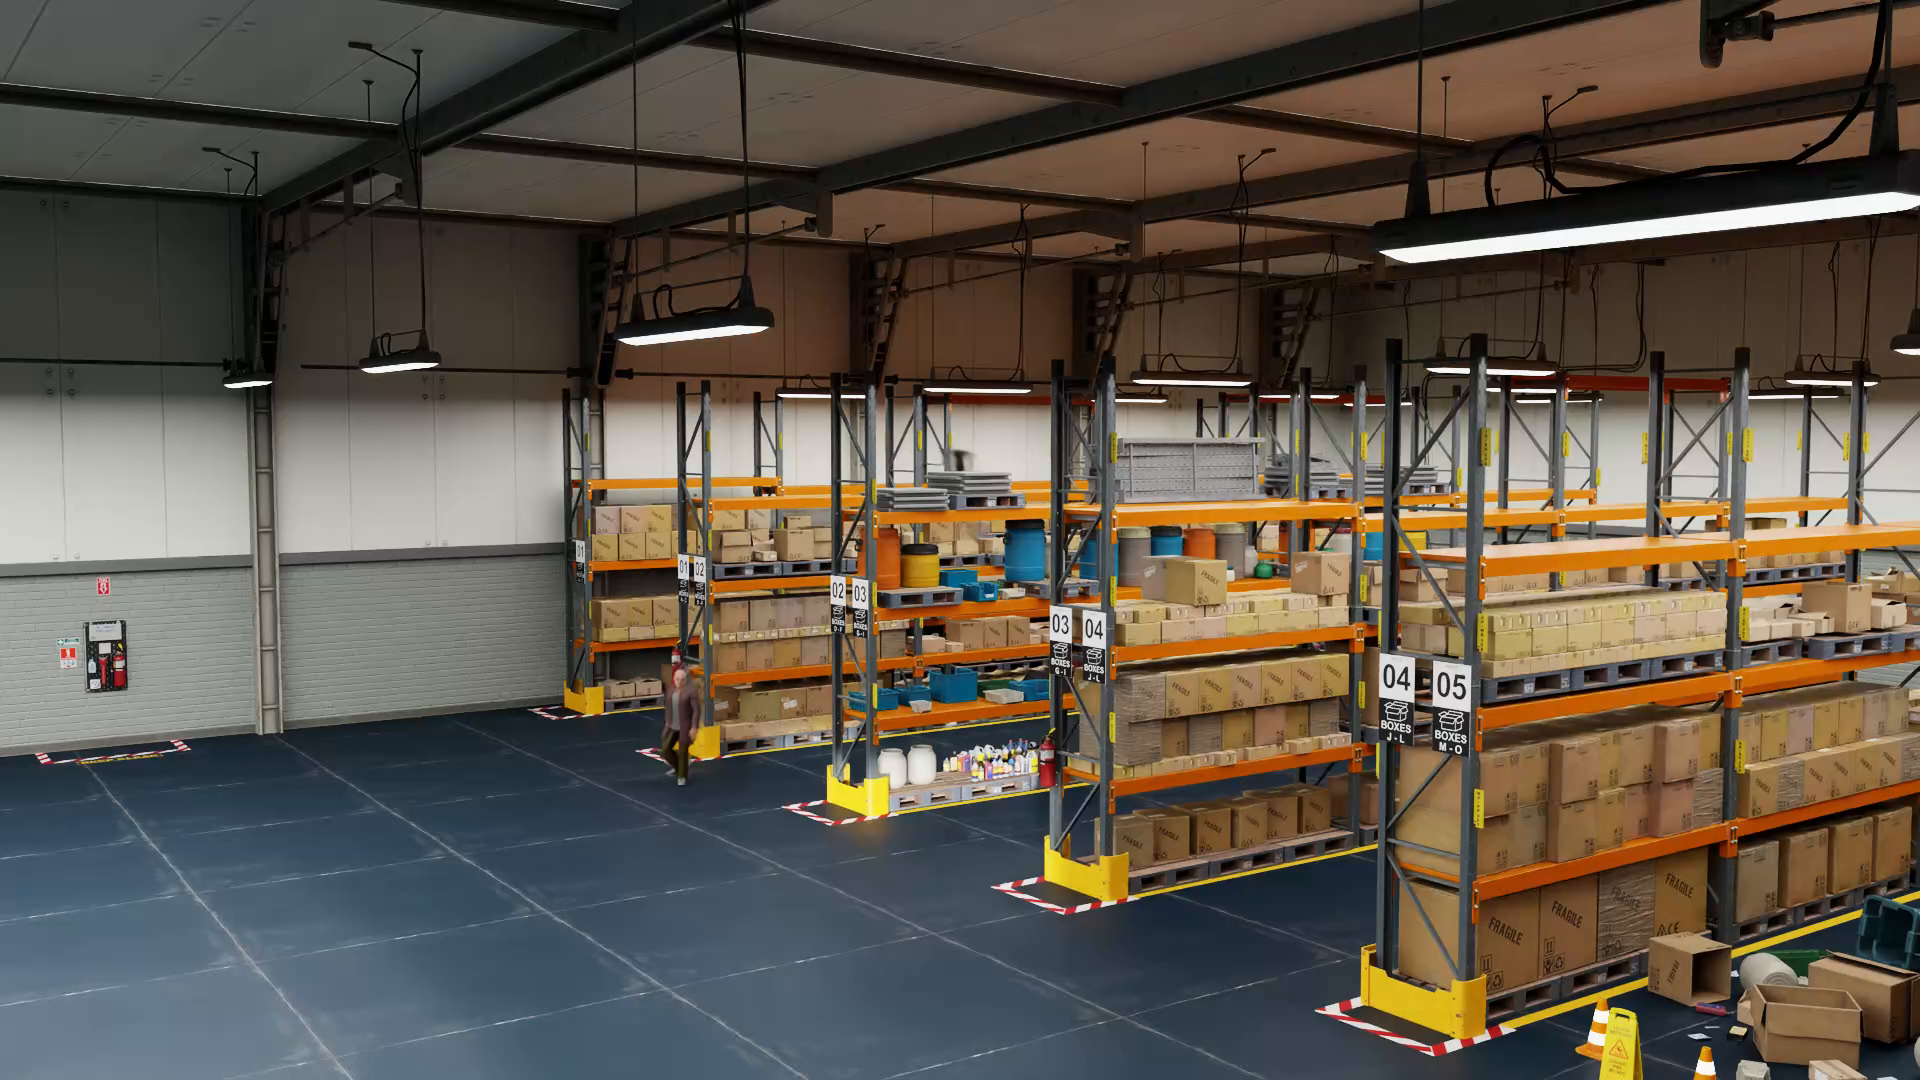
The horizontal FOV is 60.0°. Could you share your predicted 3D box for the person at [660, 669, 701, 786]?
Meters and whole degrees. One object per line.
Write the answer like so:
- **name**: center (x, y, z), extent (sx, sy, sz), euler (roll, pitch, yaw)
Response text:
- **person**: center (-4.081, 2.735, 24.375), extent (0.742, 1.745, 0.560), euler (1, 4, 21)
